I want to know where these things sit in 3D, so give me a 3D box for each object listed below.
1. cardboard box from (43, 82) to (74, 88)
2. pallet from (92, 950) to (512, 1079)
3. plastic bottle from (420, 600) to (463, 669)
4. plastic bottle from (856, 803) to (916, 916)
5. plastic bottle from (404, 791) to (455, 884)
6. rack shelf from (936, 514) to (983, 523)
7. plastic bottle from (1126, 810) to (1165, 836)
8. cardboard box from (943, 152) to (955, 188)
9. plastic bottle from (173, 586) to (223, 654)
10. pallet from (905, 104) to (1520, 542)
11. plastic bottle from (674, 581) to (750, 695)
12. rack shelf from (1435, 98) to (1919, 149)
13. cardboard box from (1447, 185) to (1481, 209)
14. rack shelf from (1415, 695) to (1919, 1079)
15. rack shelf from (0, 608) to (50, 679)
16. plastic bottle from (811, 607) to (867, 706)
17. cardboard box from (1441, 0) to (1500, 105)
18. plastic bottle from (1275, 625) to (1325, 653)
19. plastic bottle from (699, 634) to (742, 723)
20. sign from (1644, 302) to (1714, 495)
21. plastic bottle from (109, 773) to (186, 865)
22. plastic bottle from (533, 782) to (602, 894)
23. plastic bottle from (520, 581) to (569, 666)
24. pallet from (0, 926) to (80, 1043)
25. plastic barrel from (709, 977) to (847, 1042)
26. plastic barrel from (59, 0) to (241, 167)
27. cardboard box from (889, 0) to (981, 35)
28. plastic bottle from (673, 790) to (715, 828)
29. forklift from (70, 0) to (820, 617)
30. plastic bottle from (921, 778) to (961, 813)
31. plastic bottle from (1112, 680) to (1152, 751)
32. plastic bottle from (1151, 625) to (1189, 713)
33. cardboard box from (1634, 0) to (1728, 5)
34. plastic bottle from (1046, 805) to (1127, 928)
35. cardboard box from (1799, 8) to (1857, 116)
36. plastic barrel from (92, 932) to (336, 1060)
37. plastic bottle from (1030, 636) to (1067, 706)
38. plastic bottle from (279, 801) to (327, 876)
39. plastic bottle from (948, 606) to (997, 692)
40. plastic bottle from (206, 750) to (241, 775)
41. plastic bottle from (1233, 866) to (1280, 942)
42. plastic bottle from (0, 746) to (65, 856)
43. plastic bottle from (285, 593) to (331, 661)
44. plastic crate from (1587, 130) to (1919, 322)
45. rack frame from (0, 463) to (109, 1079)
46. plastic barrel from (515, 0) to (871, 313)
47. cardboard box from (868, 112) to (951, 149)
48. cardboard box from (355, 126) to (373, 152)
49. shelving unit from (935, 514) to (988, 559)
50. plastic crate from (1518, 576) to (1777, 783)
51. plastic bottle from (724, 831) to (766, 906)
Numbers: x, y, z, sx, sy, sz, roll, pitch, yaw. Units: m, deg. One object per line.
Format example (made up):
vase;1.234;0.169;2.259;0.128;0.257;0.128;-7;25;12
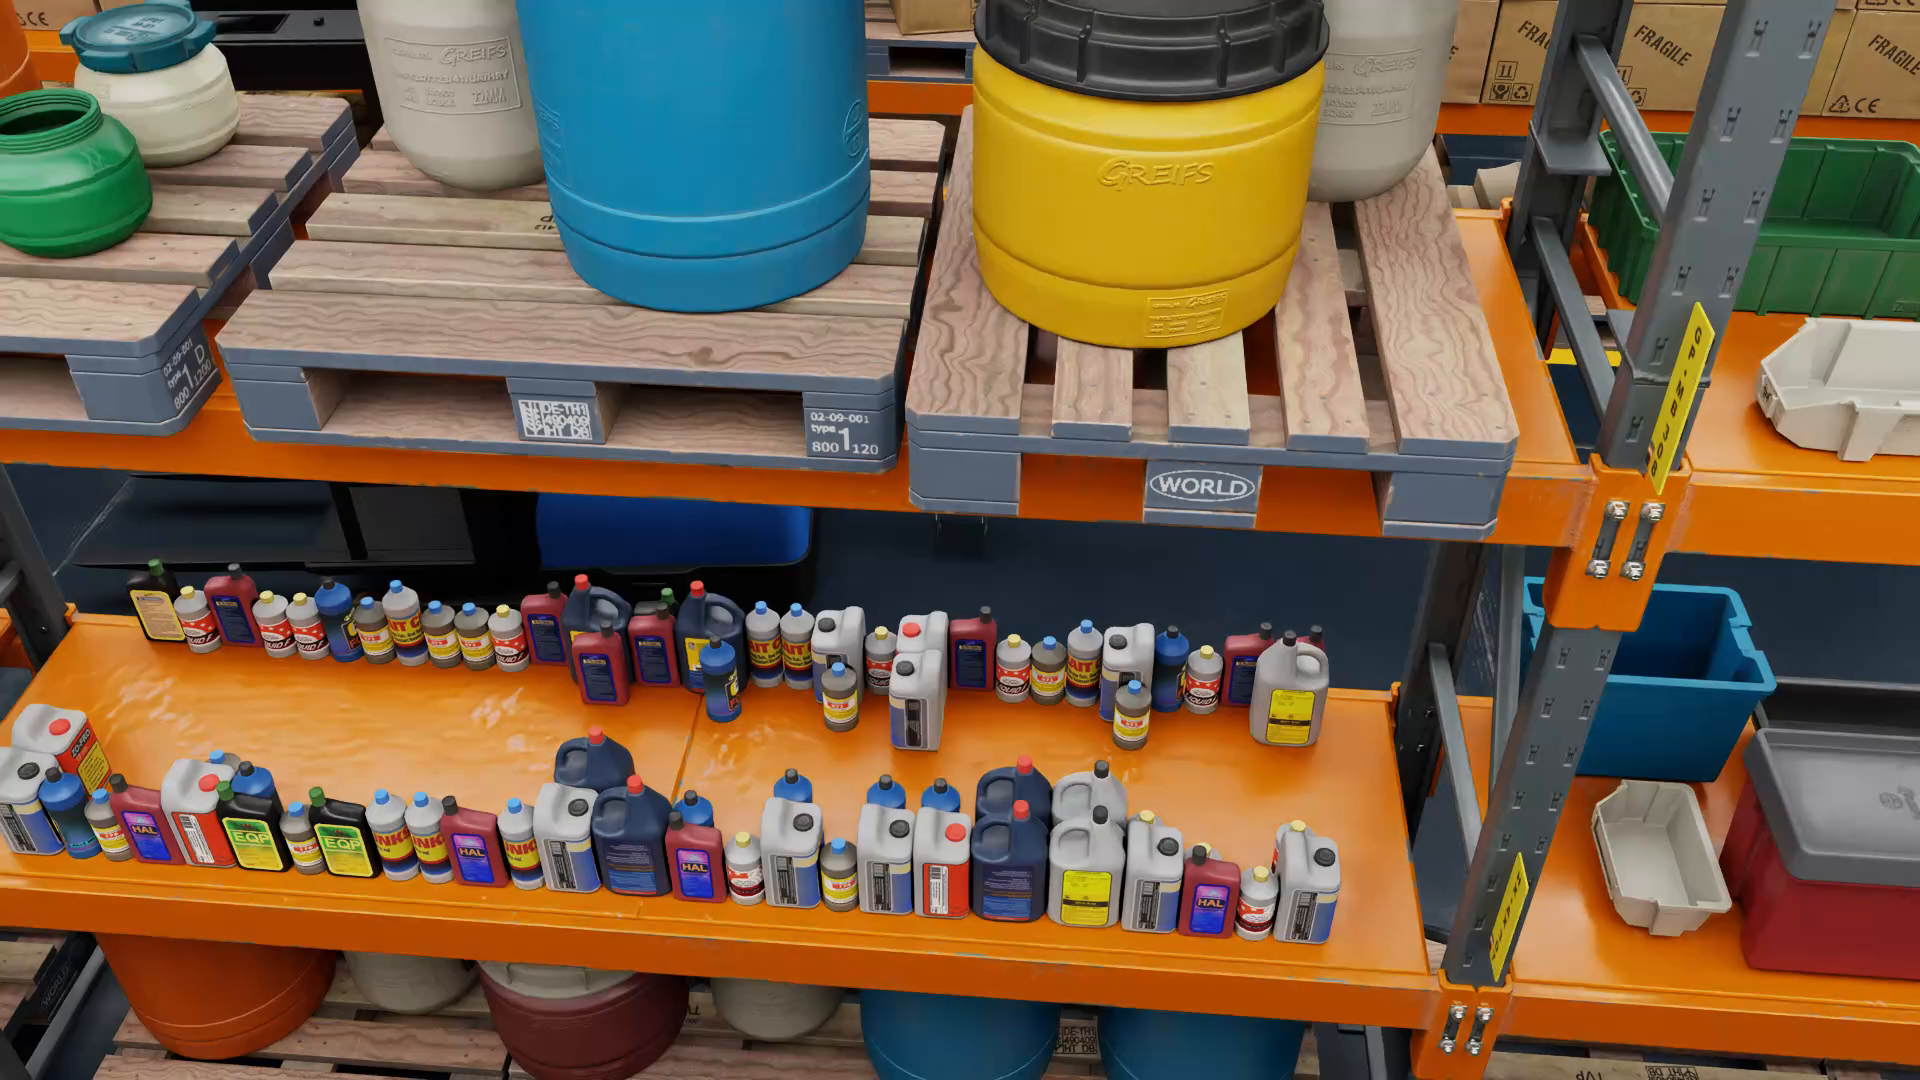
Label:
cardboard box;-4.847;-2.381;9.201;0.500;0.311;0.500;3;39;4
pallet;-1.948;1.469;5.278;1.213;0.211;1.003;3;39;4
plastic bottle;-1.470;0.258;4.714;0.097;0.201;0.097;0;39;0
plastic bottle;-0.173;0.764;4.034;0.135;0.276;0.152;3;39;4
plastic bottle;-1.300;0.722;4.089;0.097;0.271;0.097;0;39;0
rack shelf;0.008;-0.183;7.100;0.200;0.077;0.258;3;39;4
plastic bottle;0.455;0.748;4.112;0.097;0.201;0.097;0;39;0
cardboard box;0.171;-1.634;8.513;0.500;0.500;0.500;4;39;4
plastic bottle;-2.184;0.219;4.762;0.097;0.201;0.097;0;39;0
pallet;0.458;-0.483;3.240;1.003;0.211;1.213;3;39;4
plastic bottle;-0.687;0.258;4.596;0.185;0.351;0.144;3;39;4
rack shelf;3.671;-2.138;8.071;4.000;0.370;1.077;3;39;4
cardboard box;2.650;-1.756;8.941;0.250;0.149;0.380;3;39;4
rack shelf;3.240;0.977;4.244;4.000;0.370;1.077;3;39;4
rack shelf;-4.730;0.541;4.779;4.000;0.370;1.077;3;39;4
plastic bottle;-0.334;0.309;4.593;0.135;0.276;0.152;3;39;4
cardboard box;2.163;-2.366;7.701;0.500;0.500;0.500;4;39;5
plastic bottle;0.919;0.346;4.542;0.133;0.283;0.061;3;39;4
plastic bottle;-0.654;0.367;4.525;0.097;0.271;0.097;0;39;0
sign;1.198;-0.232;2.776;0.005;0.325;0.100;3;39;4
plastic bottle;-2.011;0.690;4.119;0.133;0.283;0.061;3;39;4
plastic bottle;-0.953;0.721;4.086;0.135;0.276;0.152;3;39;4
plastic bottle;-1.159;0.232;4.681;0.133;0.283;0.061;3;39;4
pallet;-3.506;1.386;5.380;1.213;0.211;1.003;3;39;4
plastic barrel;-0.553;1.225;5.007;0.421;0.512;0.421;0;39;0
plastic barrel;-1.657;-0.935;3.424;0.301;0.262;0.301;0;39;0
cardboard box;-0.087;-2.785;7.884;0.500;0.500;0.700;-6;40;-8
plastic bottle;-0.650;0.719;4.093;0.097;0.271;0.097;0;39;0
forklift;-2.127;-1.104;6.285;3.031;2.935;1.130;-1;39;-1
plastic bottle;-0.047;0.694;4.124;0.097;0.271;0.097;0;39;0
plastic bottle;0.463;0.460;4.465;0.097;0.201;0.097;0;39;0
plastic bottle;0.573;0.343;4.554;0.097;0.271;0.097;0;39;0
cardboard box;3.150;-2.694;7.313;0.500;0.500;0.500;2;39;3
plastic bottle;0.304;0.764;3.975;0.185;0.351;0.144;3;39;4
cardboard box;3.678;-2.285;7.602;0.500;0.500;0.500;3;39;3
plastic barrel;-2.249;1.066;4.951;0.708;0.830;0.600;3;39;4
plastic bottle;0.245;0.352;4.599;0.097;0.201;0.097;0;39;0
plastic bottle;-1.627;0.731;4.133;0.097;0.201;0.097;0;39;0
plastic bottle;0.034;0.297;4.601;0.133;0.283;0.061;3;39;4
plastic bottle;-1.881;0.620;4.269;0.097;0.201;0.097;0;39;0
plastic bottle;0.709;0.859;3.976;0.097;0.201;0.097;0;39;0
plastic bottle;-2.334;0.646;4.179;0.135;0.276;0.152;3;39;4
plastic bottle;-1.857;0.237;4.740;0.097;0.201;0.097;0;39;0
plastic crate;1.696;-0.659;3.476;0.662;0.188;0.450;3;39;4
rack frame;-2.738;0.371;4.418;0.127;3.000;1.000;3;39;4
plastic barrel;-0.466;-0.929;2.909;0.708;0.901;0.600;3;39;4
cardboard box;-0.278;-2.279;8.712;0.500;0.250;0.500;2;39;3
cardboard box;-3.368;-1.956;8.678;0.500;0.311;0.500;3;39;3
shelving unit;0.008;-0.349;6.965;0.210;0.900;0.258;3;39;4
plastic crate;1.742;0.383;4.369;0.575;0.384;0.392;3;39;4
plastic bottle;-0.522;0.791;4.059;0.097;0.201;0.097;0;39;0
